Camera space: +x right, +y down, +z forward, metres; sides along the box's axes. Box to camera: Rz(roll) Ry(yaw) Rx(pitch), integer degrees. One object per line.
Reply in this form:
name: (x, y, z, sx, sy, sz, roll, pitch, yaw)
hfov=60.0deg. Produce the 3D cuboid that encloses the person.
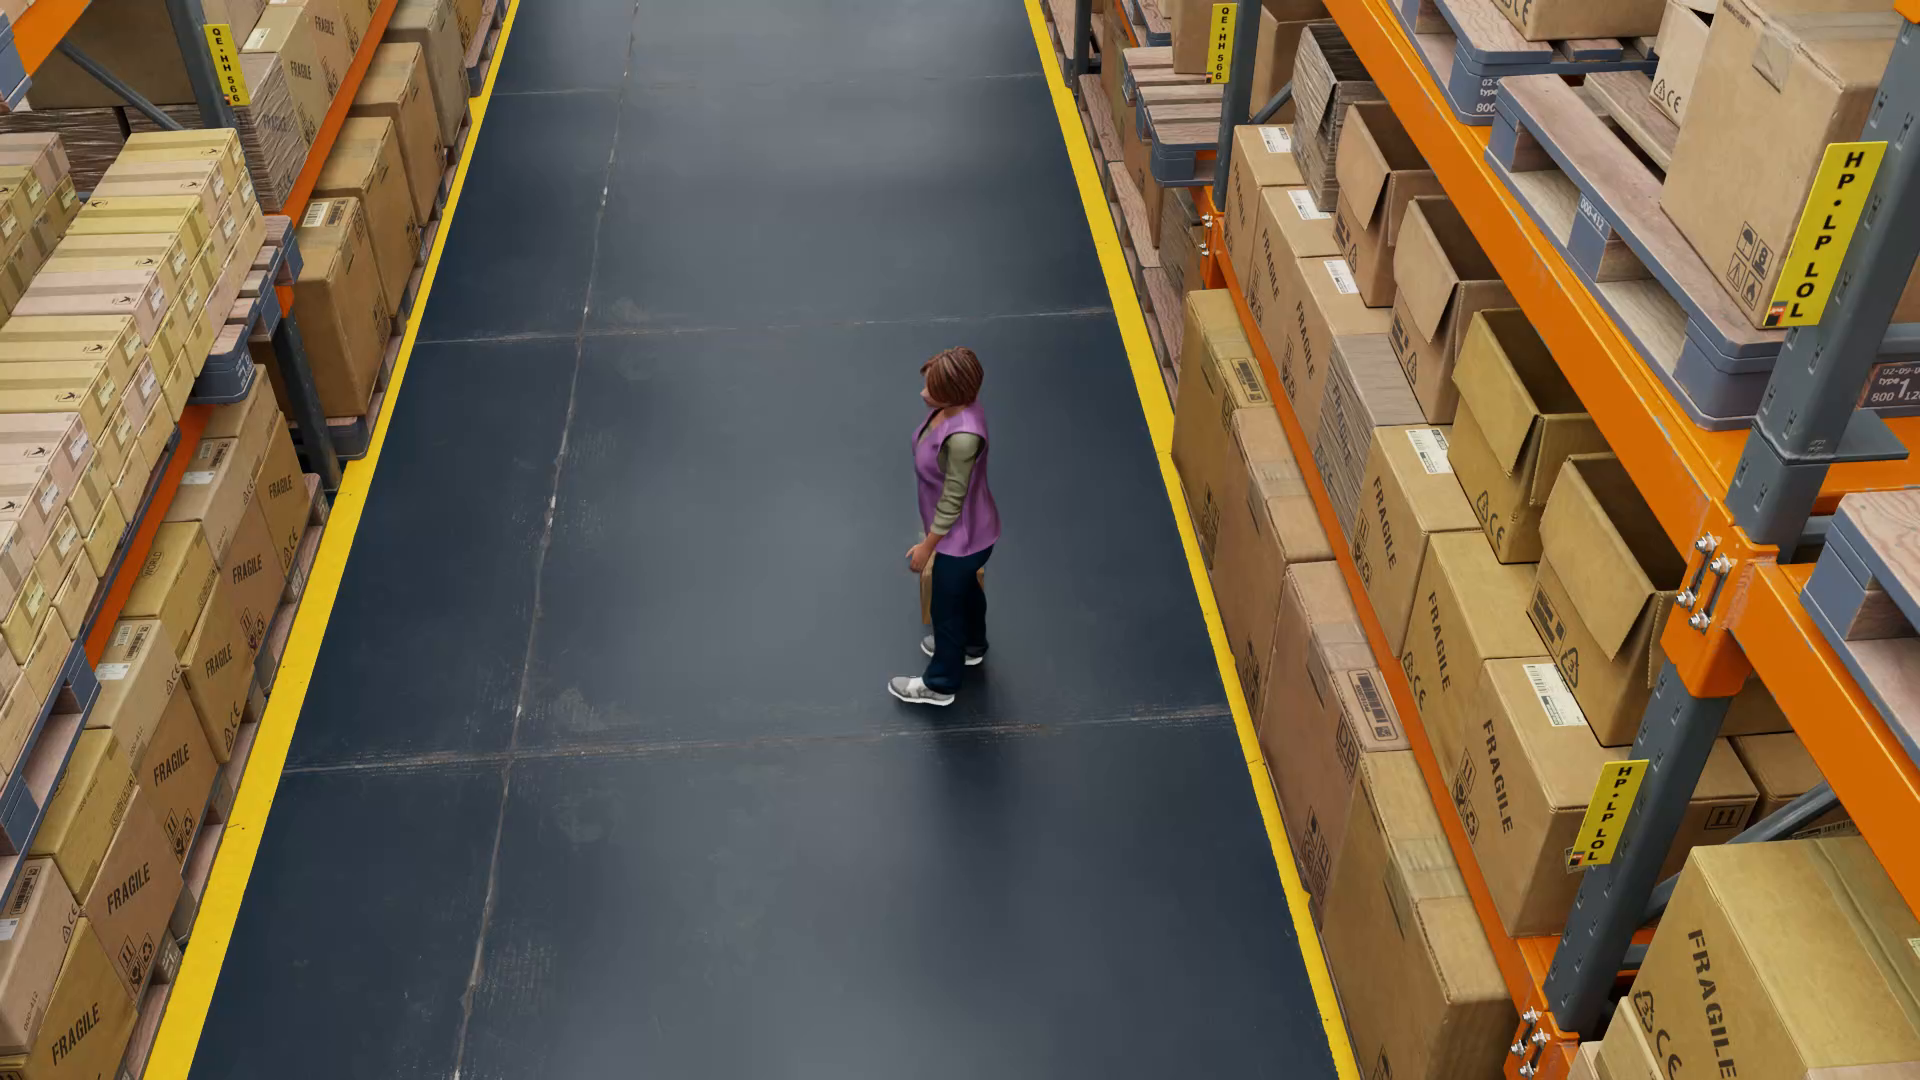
person: (-0.073, -0.050, 6.187, 0.438, 1.605, 0.452, -2, 40, -3)
